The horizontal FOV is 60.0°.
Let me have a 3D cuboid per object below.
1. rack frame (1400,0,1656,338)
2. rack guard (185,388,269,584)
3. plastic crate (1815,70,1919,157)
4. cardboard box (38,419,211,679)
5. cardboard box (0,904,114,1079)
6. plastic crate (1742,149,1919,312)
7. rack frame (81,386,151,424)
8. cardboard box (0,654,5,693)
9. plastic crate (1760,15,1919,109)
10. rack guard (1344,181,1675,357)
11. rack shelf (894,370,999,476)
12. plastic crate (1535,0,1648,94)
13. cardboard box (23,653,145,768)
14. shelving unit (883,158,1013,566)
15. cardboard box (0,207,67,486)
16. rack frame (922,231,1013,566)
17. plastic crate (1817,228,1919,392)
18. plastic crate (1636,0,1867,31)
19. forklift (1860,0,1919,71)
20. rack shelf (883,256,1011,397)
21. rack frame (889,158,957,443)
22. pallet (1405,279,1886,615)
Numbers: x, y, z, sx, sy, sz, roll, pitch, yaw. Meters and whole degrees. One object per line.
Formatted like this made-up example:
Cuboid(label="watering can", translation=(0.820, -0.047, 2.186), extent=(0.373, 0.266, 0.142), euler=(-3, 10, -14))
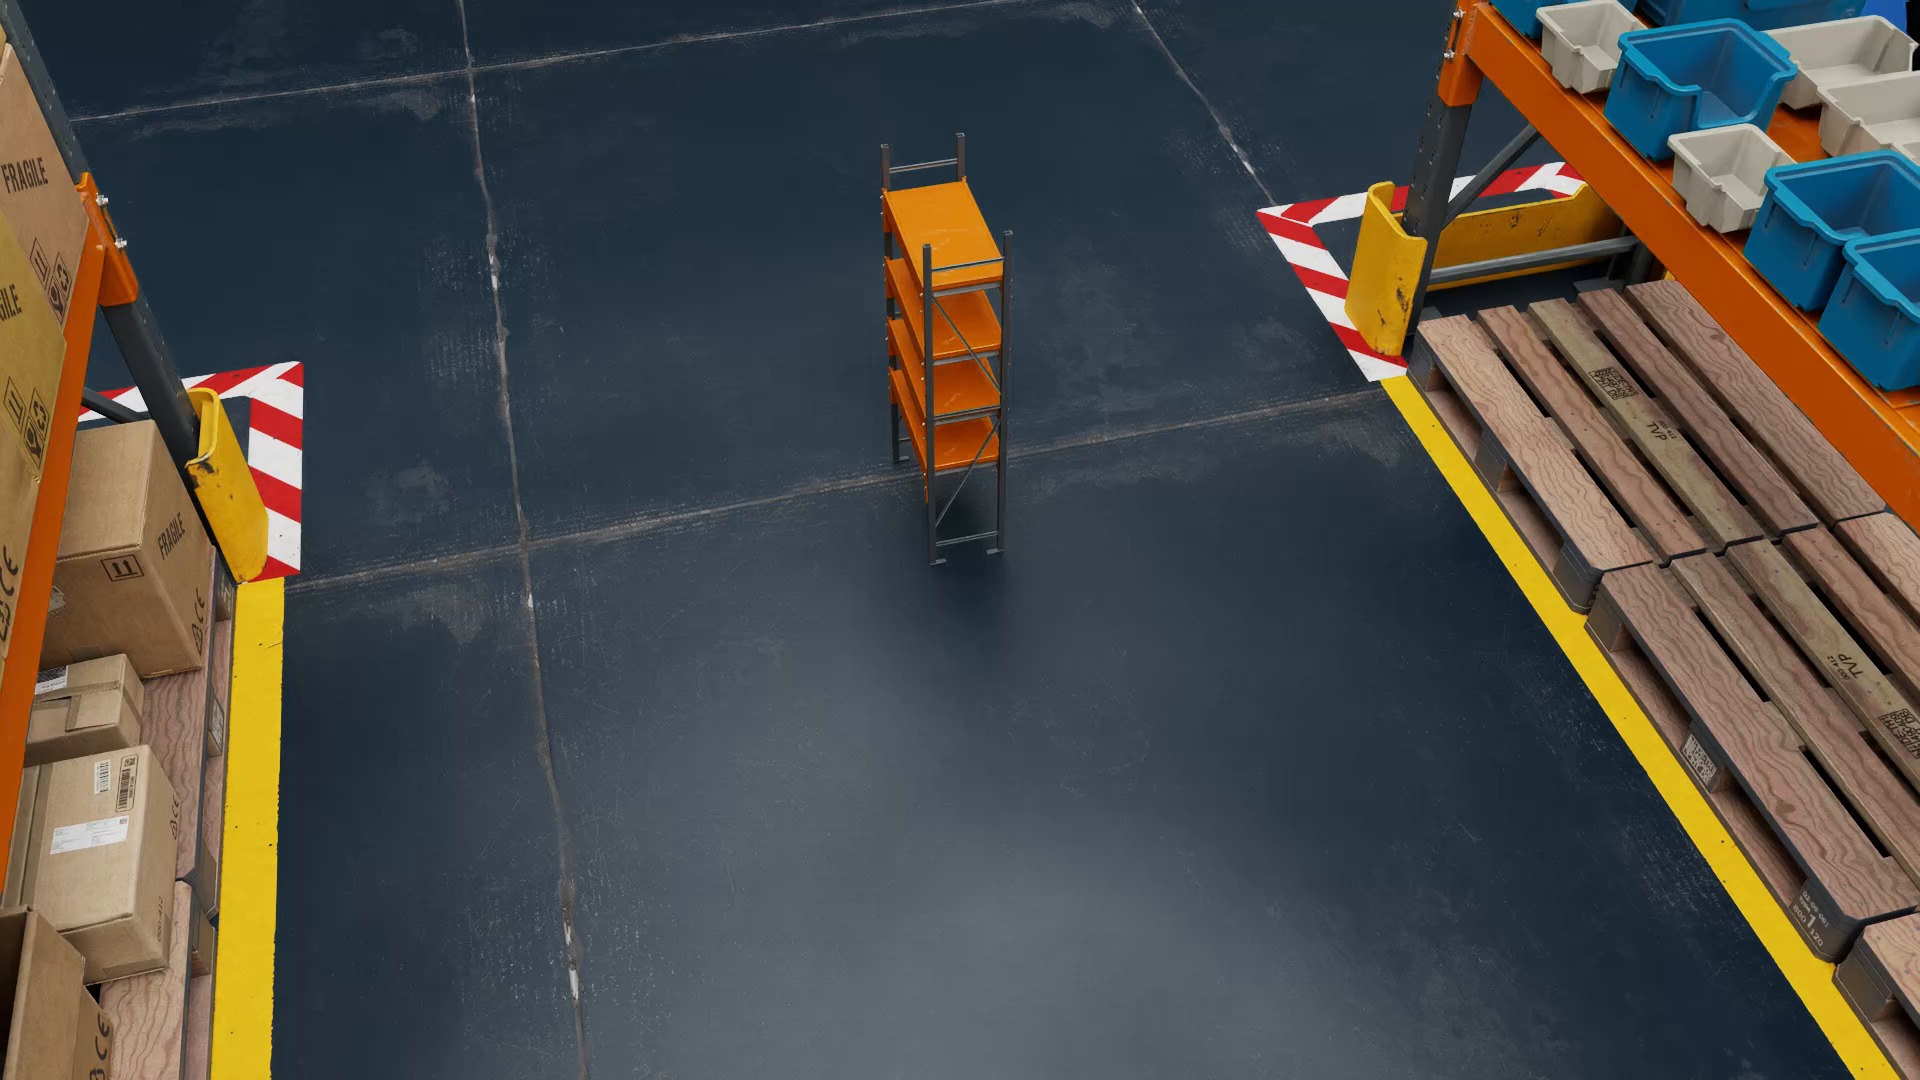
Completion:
Cuboid(label="rack frame", translation=(2.017, -1.899, 5.011), extent=(1.000, 3.000, 0.127), euler=(-11, 47, -10))
Cuboid(label="rack guard", translation=(-2.753, -0.068, 4.967), extent=(1.175, 0.500, 0.348), euler=(-11, 47, -10))
Cuboid(label="plastic crate", translation=(2.461, -1.095, 4.365), extent=(0.396, 0.136, 0.243), euler=(-11, 47, -10))
Cuboid(label="cardboard box", translation=(-2.395, 0.056, 4.538), extent=(0.500, 0.500, 0.500), euler=(-11, 47, -10))
Cuboid(label="cardboard box", translation=(-2.234, 1.189, 3.424), extent=(0.797, 0.503, 0.637), euler=(-11, 47, -10))
Cuboid(label="plastic crate", translation=(2.099, -0.722, 3.932), extent=(0.416, 0.233, 0.300), euler=(-11, 47, -10))
Cuboid(label="rack frame", translation=(-2.775, -0.995, 4.125), extent=(0.949, 2.616, 0.053), euler=(-11, 47, -10))
Cuboid(label="cardboard box", translation=(-2.007, 0.280, 2.806), extent=(0.500, 0.500, 0.500), euler=(-11, 47, -11))
Cuboid(label="plastic crate", translation=(2.401, -1.298, 4.564), extent=(0.396, 0.136, 0.243), euler=(-11, 47, -10))
Cuboid(label="rack guard", translation=(1.998, -1.038, 5.917), extent=(1.175, 0.500, 0.348), euler=(-11, 47, -10))
Cuboid(label="rack shelf", translation=(-0.042, -0.376, 5.095), extent=(0.221, 0.050, 0.457), euler=(-11, 47, -10))
Cuboid(label="plastic crate", translation=(1.764, -1.360, 4.626), extent=(0.250, 0.136, 0.298), euler=(-11, 47, -10))
Cuboid(label="cardboard box", translation=(-2.378, 0.468, 4.367), extent=(0.380, 0.166, 0.250), euler=(-11, 47, -10))
Cuboid(label="shelving unit", translation=(-0.042, -0.533, 4.932), extent=(0.258, 1.200, 0.499), euler=(-11, 47, -10))
Cuboid(label="cardboard box", translation=(-2.258, -0.414, 3.485), extent=(0.500, 0.500, 0.500), euler=(-10, 46, -10))
Cuboid(label="rack frame", translation=(0.020, -0.366, 4.768), extent=(0.240, 1.200, 0.015), euler=(-11, 47, -10))
Cuboid(label="plastic crate", translation=(2.176, -0.514, 3.729), extent=(0.416, 0.233, 0.300), euler=(-11, 47, -10))
Cuboid(label="plastic crate", translation=(2.283, -1.735, 4.784), extent=(0.616, 0.435, 0.499), euler=(-11, 47, -10))
Cuboid(label="forklift", translation=(4.242, -2.498, 5.646), extent=(1.130, 2.935, 3.031), euler=(-35, 55, -29))
Cuboid(label="rack shelf", translation=(-0.042, -0.644, 4.822), extent=(0.258, 0.148, 0.480), euler=(-11, 47, -10))
Cuboid(label="rack frame", translation=(-0.104, -0.703, 5.099), extent=(0.228, 1.046, 0.006), euler=(-11, 47, -10))
Cuboid(label="pallet", translation=(2.191, -0.346, 5.442), extent=(1.003, 0.211, 1.213), euler=(-11, 47, -10))
